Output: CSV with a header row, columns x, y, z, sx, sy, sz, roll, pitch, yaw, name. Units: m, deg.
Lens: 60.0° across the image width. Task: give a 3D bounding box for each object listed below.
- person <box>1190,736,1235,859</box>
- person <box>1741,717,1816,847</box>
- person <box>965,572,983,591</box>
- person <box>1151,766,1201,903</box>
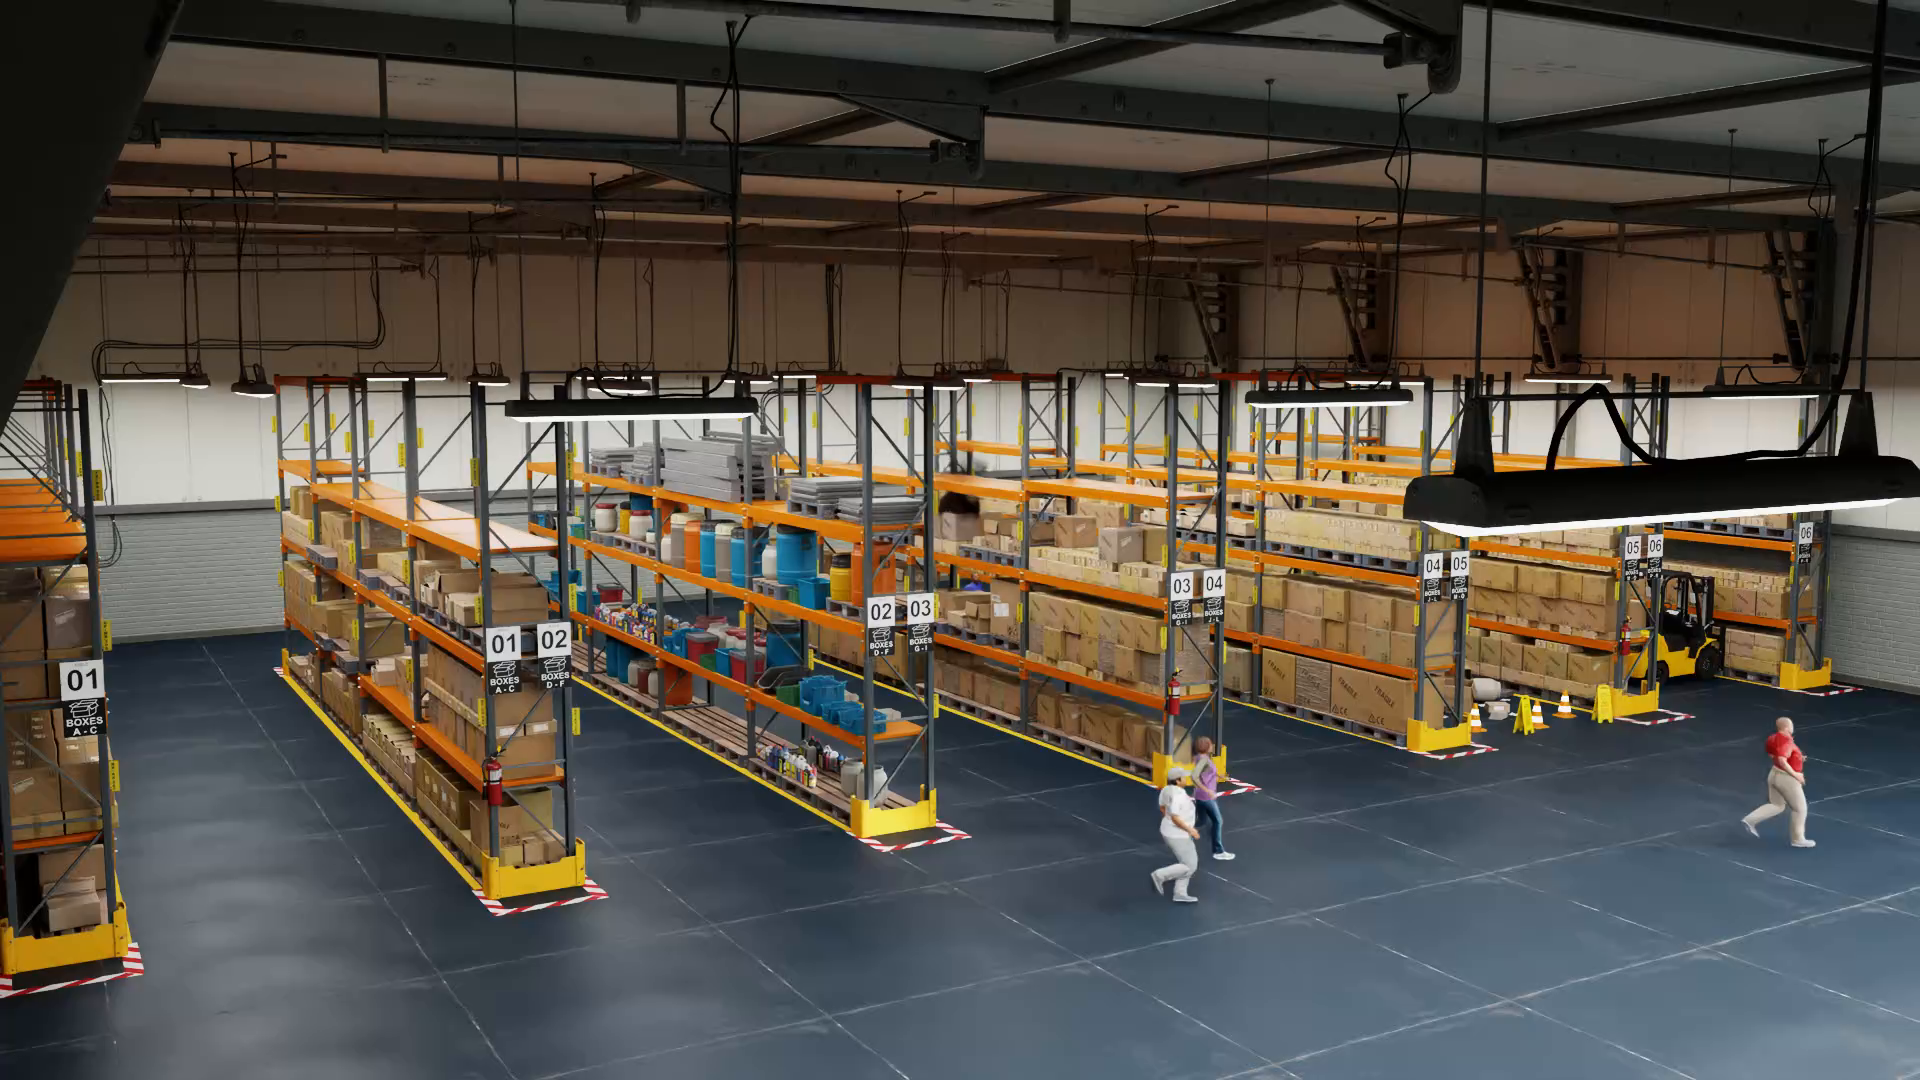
x,y,z,sx,sy,sz,roll,pitch,yaw,name
3.058,3.255,20.973,0.841,1.558,0.546,0,6,0,person
10.647,3.126,21.525,0.921,1.694,0.674,0,6,-2,person
0.392,1.520,36.625,0.563,1.604,0.572,-4,7,-30,person
2.479,3.425,19.298,0.607,1.629,0.608,-1,6,-11,person
